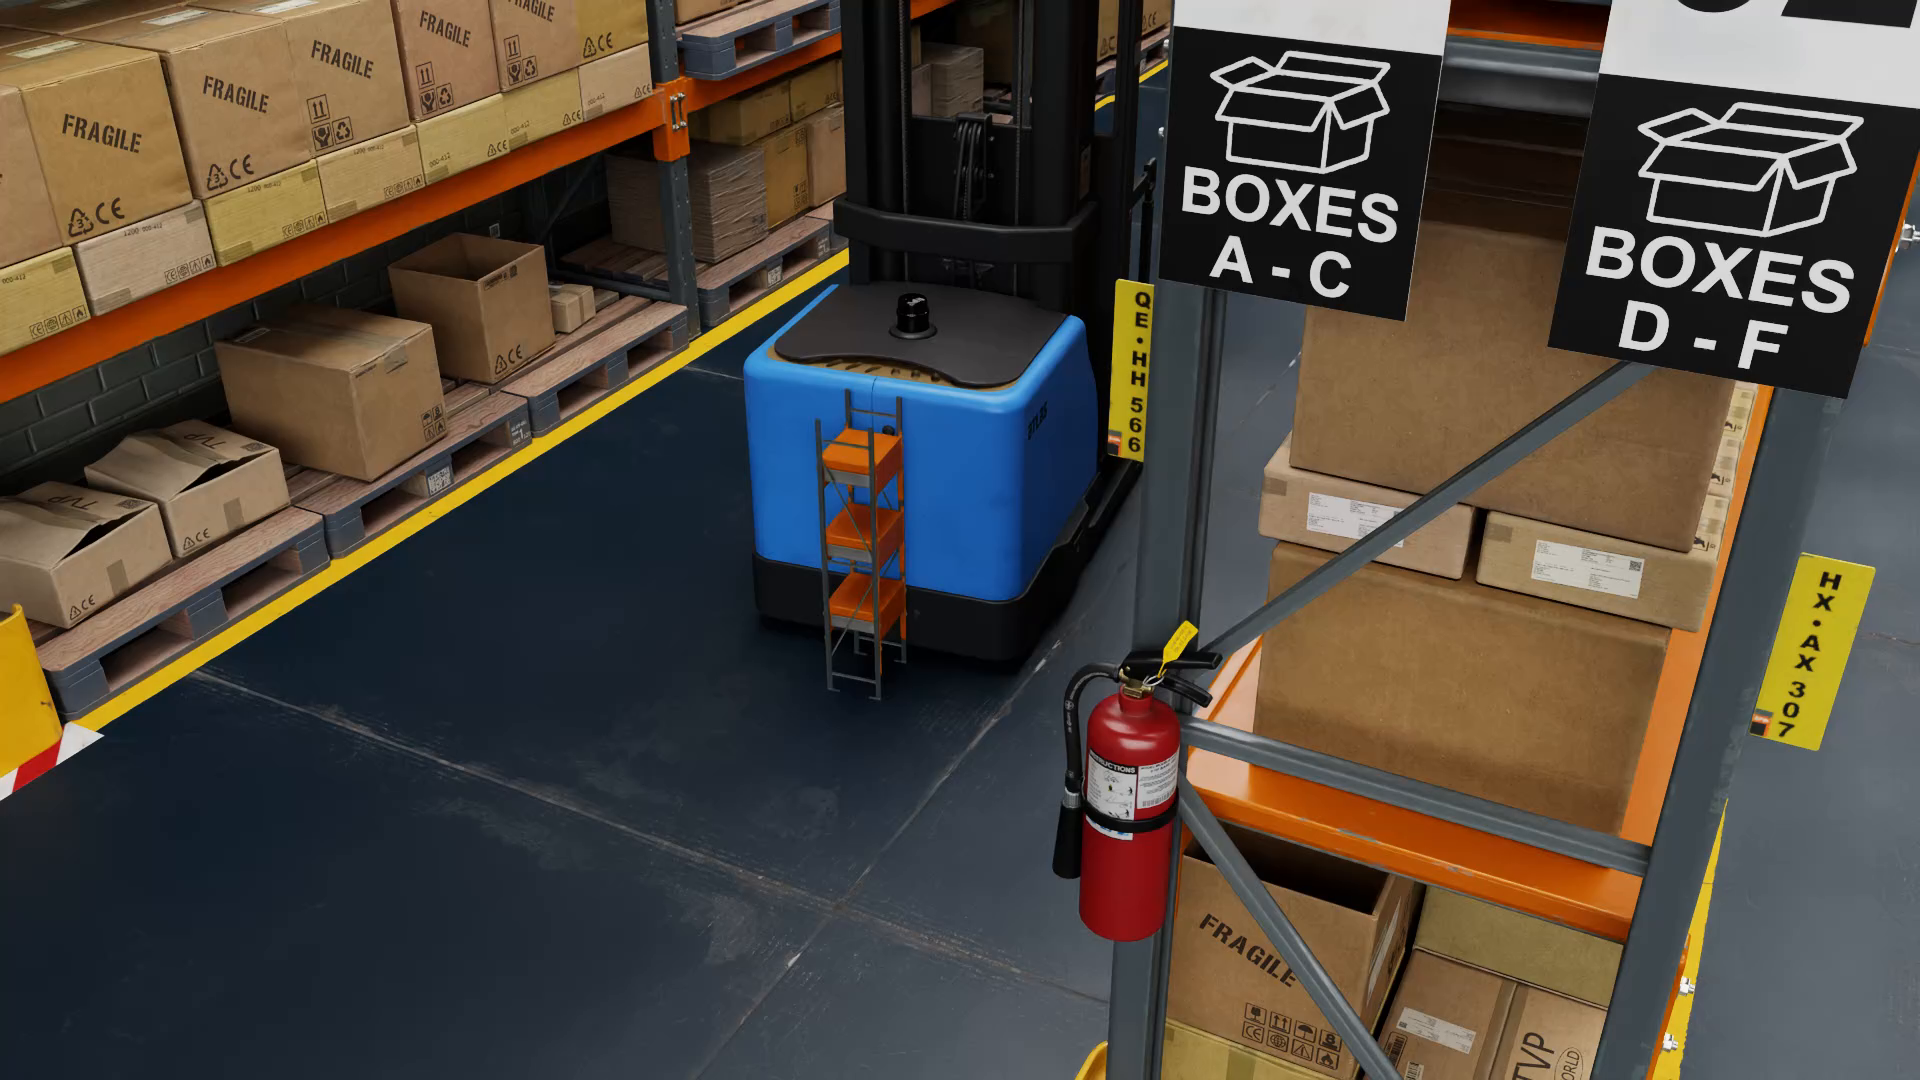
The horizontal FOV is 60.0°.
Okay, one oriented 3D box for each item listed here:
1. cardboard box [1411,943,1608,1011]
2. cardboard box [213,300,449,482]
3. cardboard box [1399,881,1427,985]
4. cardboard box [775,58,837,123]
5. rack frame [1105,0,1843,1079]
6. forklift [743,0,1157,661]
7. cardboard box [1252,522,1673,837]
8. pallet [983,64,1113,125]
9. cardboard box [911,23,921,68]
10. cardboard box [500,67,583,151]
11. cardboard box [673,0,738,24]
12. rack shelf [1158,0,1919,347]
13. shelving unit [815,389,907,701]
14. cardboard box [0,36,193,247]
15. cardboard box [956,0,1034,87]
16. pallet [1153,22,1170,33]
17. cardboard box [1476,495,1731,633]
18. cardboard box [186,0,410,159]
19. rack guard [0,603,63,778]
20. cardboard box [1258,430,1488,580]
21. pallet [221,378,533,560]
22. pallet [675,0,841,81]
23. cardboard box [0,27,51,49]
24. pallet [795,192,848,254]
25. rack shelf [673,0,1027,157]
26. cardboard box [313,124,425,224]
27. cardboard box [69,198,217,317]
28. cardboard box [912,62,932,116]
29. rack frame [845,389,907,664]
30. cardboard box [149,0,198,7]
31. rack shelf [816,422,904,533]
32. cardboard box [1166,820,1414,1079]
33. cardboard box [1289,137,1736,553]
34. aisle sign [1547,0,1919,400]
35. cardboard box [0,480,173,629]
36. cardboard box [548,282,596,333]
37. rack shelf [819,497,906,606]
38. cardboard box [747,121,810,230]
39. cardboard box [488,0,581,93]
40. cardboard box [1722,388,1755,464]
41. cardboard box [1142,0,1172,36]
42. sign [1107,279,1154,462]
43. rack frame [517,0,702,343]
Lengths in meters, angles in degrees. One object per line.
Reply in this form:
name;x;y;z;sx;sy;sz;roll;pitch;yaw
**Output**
cardboard box;1.448;1.053;4.244;0.500;0.250;0.500;14;33;23
cardboard box;-2.596;-0.630;6.903;0.700;0.500;0.500;12;32;20
cardboard box;0.980;0.933;4.452;0.500;0.250;0.500;14;33;23
cardboard box;-1.056;-2.633;9.638;0.500;0.250;0.500;13;32;22
rack frame;0.779;0.451;2.952;0.949;2.616;0.053;14;33;23
forklift;0.210;-1.565;6.533;1.130;2.935;3.031;10;31;17
cardboard box;1.006;0.205;3.281;0.700;0.500;0.500;14;33;23
pallet;0.441;-3.340;12.354;1.003;0.211;1.213;14;33;23
cardboard box;-0.583;-3.079;10.415;0.500;0.250;0.500;15;33;24
cardboard box;-1.988;-1.889;7.158;0.500;0.250;0.500;14;33;23
cardboard box;-1.545;-2.895;8.238;0.700;0.500;0.500;14;33;23
rack shelf;1.693;-1.423;3.927;1.077;0.370;4.000;14;33;23
shelving unit;-0.328;0.028;5.646;0.215;1.050;0.252;10;31;17
cardboard box;-2.911;-1.299;5.378;0.500;0.500;0.500;14;33;23
cardboard box;0.466;-3.763;12.027;0.750;0.750;0.750;14;33;23
pallet;1.552;-4.421;14.237;1.003;0.211;1.213;14;33;23
cardboard box;1.152;0.002;2.982;0.380;0.149;0.250;14;33;23
cardboard box;-2.445;-1.758;6.177;0.500;0.500;0.500;15;33;25
rack guard;-3.595;0.380;5.586;1.175;0.500;0.348;14;33;23
cardboard box;0.786;-0.085;3.134;0.380;0.149;0.250;14;33;22
pallet;-2.637;-0.385;7.209;1.003;0.211;1.213;14;33;23
pallet;-1.330;-2.666;8.573;1.003;0.211;1.213;14;33;23
cardboard box;-3.366;-1.417;5.583;0.500;0.500;0.500;15;33;24
pallet;-0.900;-2.122;10.234;1.003;0.211;1.213;14;33;23
rack shelf;-0.897;-3.018;9.716;1.077;0.370;4.000;14;33;23
cardboard box;-2.431;-1.439;6.375;0.500;0.250;0.500;15;33;24
cardboard box;-2.901;-0.991;5.595;0.500;0.250;0.500;13;32;22
cardboard box;-0.605;-2.790;10.665;0.700;0.500;0.500;14;33;23
rack frame;-0.287;-0.029;5.746;0.200;1.050;0.008;10;31;17
cardboard box;-2.905;-1.870;6.372;0.500;0.500;0.500;15;33;24
rack shelf;-0.328;-0.209;5.510;0.215;0.259;0.240;10;31;17
cardboard box;0.761;0.832;3.876;0.500;0.500;0.500;14;33;23
cardboard box;1.030;-0.381;2.999;0.700;0.500;0.500;14;33;23
aisle sign;1.024;-0.577;2.131;0.394;0.787;0.004;14;33;23
cardboard box;-3.235;0.019;5.963;0.500;0.311;0.500;11;32;18
cardboard box;-2.025;-1.161;8.164;0.380;0.166;0.250;10;31;17
rack shelf;-0.328;0.037;5.652;0.215;0.259;0.240;10;31;17
cardboard box;-1.296;-2.121;9.499;0.700;0.500;0.500;14;33;22
cardboard box;-1.970;-2.210;6.963;0.500;0.500;0.500;14;33;23
cardboard box;1.385;-0.226;3.379;0.380;0.149;0.250;14;33;23
cardboard box;1.254;-4.527;13.359;0.750;0.750;0.750;15;33;25
sign;0.305;-0.282;2.828;0.100;0.325;0.005;14;33;23
rack frame;-1.808;-2.443;7.993;1.000;3.000;0.127;14;33;23
